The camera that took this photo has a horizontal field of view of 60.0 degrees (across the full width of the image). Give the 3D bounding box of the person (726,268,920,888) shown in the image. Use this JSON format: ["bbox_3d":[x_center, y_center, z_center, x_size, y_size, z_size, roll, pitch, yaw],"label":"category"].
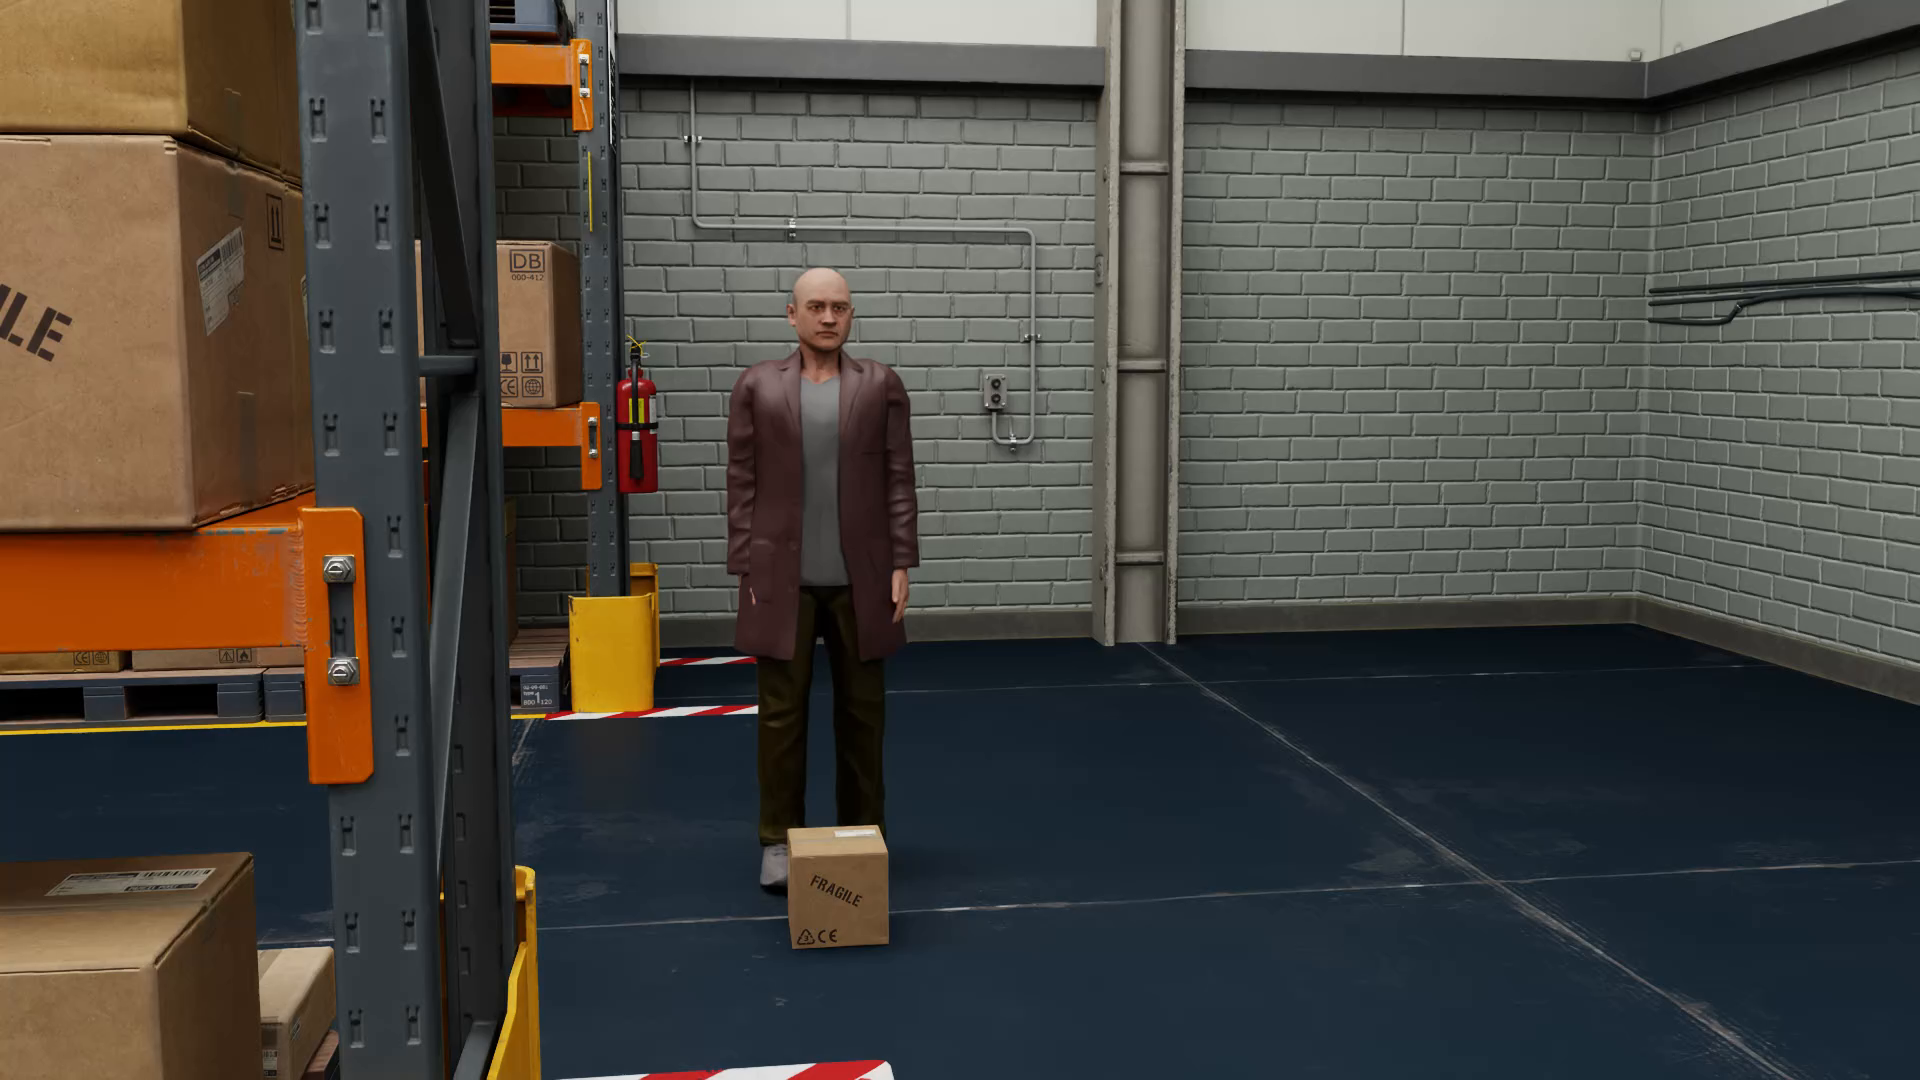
[{"bbox_3d":[-0.397,0.132,4.853,0.564,1.835,0.443,-1,6,-8],"label":"person"}]
